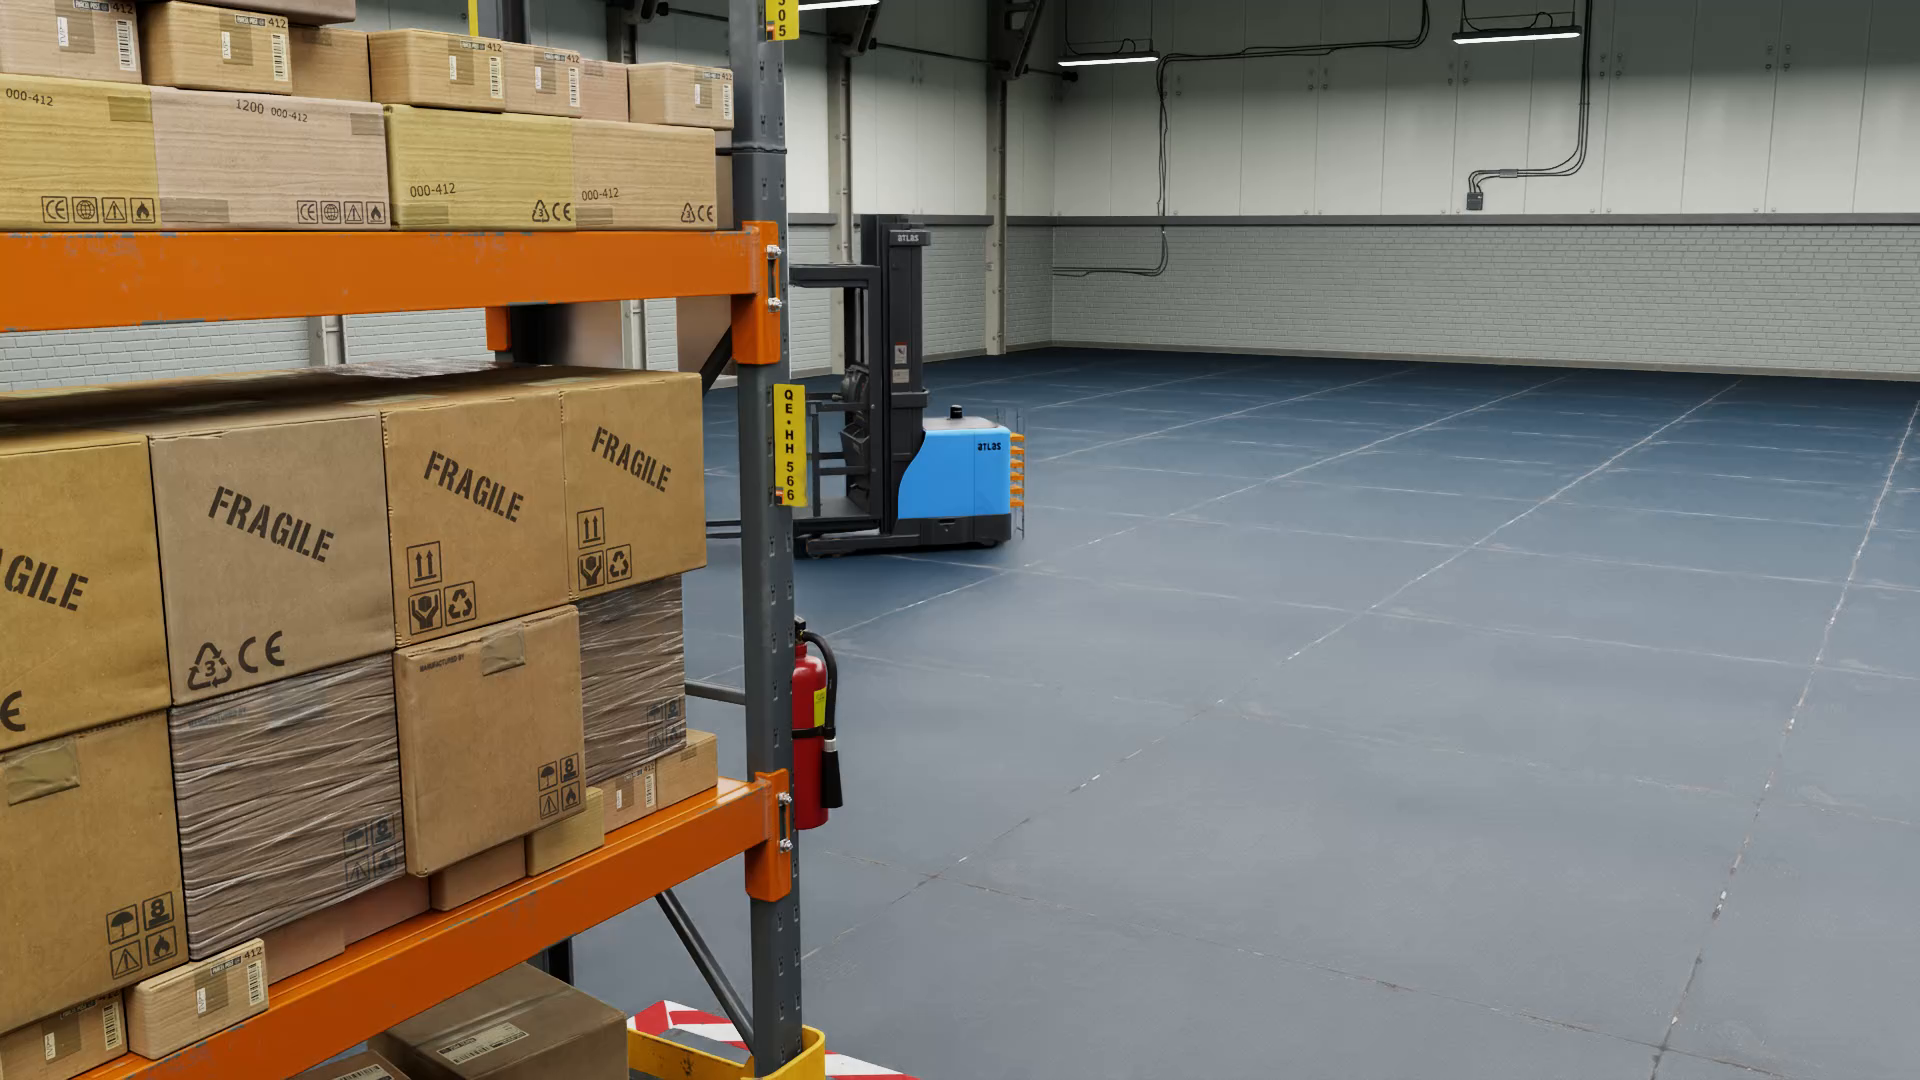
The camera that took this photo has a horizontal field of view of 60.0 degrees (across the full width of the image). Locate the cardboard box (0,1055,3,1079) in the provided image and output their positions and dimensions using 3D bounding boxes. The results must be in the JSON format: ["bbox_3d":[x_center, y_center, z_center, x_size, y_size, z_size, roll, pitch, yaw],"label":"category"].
[{"bbox_3d":[-1.858,0.926,2.833,0.380,0.149,0.250,6,12,31],"label":"cardboard box"}]

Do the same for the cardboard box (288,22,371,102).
[{"bbox_3d":[-1.423,-0.955,3.373,0.380,0.149,0.250,7,12,31],"label":"cardboard box"}]

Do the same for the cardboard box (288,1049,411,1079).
[{"bbox_3d":[-1.537,1.632,4.032,0.500,0.500,0.500,-10,14,-43],"label":"cardboard box"}]

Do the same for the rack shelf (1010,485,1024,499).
[{"bbox_3d":[0.464,-0.443,15.245,0.180,0.103,0.258,-3,11,-15],"label":"rack shelf"}]

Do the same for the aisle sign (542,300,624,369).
[{"bbox_3d":[-1.141,-0.900,4.842,0.394,0.787,0.004,6,12,31],"label":"aisle sign"}]

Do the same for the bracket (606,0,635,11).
[{"bbox_3d":[-5.330,-8.431,26.046,0.235,0.232,0.430,6,12,31],"label":"bracket"}]

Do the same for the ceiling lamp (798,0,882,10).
[{"bbox_3d":[-1.864,-9.023,23.128,2.000,3.185,0.800,6,12,31],"label":"ceiling lamp"}]

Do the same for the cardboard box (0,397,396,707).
[{"bbox_3d":[-1.508,-0.003,3.317,0.500,0.500,0.500,6,12,31],"label":"cardboard box"}]

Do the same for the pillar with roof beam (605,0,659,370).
[{"bbox_3d":[-1.738,-6.349,24.710,9.100,9.000,0.548,6,12,31],"label":"pillar with roof beam"}]

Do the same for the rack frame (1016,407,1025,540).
[{"bbox_3d":[0.553,-0.609,15.239,0.006,1.200,0.240,-3,11,-15],"label":"rack frame"}]

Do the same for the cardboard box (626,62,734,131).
[{"bbox_3d":[-0.794,-1.107,4.184,0.380,0.149,0.250,6,12,31],"label":"cardboard box"}]

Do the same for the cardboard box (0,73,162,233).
[{"bbox_3d":[-1.737,-0.646,2.807,0.500,0.250,0.500,6,12,30],"label":"cardboard box"}]

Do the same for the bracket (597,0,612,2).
[{"bbox_3d":[-6.667,-8.025,23.882,0.076,0.066,4.783,6,12,31],"label":"bracket"}]

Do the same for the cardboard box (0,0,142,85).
[{"bbox_3d":[-1.658,-0.864,2.889,0.380,0.149,0.250,6,12,28],"label":"cardboard box"}]

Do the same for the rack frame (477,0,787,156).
[{"bbox_3d":[-0.917,-2.533,4.324,1.000,3.000,0.127,6,12,31],"label":"rack frame"}]

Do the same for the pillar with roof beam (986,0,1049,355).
[{"bbox_3d":[4.492,-8.237,34.791,9.100,9.000,0.548,6,12,31],"label":"pillar with roof beam"}]

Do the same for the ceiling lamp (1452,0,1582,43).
[{"bbox_3d":[9.182,-9.749,27.010,2.000,3.185,0.800,6,12,31],"label":"ceiling lamp"}]

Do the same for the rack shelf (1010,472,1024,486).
[{"bbox_3d":[0.464,-0.561,15.223,0.180,0.103,0.258,-3,11,-15],"label":"rack shelf"}]

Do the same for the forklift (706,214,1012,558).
[{"bbox_3d":[-1.113,-1.390,14.708,3.031,2.935,1.130,-3,11,-15],"label":"forklift"}]

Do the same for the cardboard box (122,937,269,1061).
[{"bbox_3d":[-1.577,0.850,3.240,0.380,0.149,0.250,6,12,31],"label":"cardboard box"}]

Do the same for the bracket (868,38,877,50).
[{"bbox_3d":[-1.784,-9.505,31.784,0.235,0.232,0.430,6,12,31],"label":"bracket"}]

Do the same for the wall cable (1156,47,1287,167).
[{"bbox_3d":[5.784,-9.682,37.229,3.097,2.526,0.112,6,12,31],"label":"wall cable"}]

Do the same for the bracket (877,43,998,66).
[{"bbox_3d":[-0.437,-9.913,33.963,0.076,0.066,4.783,6,12,31],"label":"bracket"}]

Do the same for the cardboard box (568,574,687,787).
[{"bbox_3d":[-1.226,0.305,4.391,0.875,0.500,0.500,6,12,31],"label":"cardboard box"}]

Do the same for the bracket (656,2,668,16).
[{"bbox_3d":[-4.899,-8.561,26.743,0.235,0.232,0.430,6,12,31],"label":"bracket"}]

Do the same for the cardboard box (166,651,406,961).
[{"bbox_3d":[-1.680,0.469,3.512,0.875,0.500,0.500,6,12,31],"label":"cardboard box"}]

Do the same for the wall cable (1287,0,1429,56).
[{"bbox_3d":[8.429,-11.622,35.231,3.097,2.526,0.112,6,12,31],"label":"wall cable"}]

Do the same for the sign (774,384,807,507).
[{"bbox_3d":[-0.453,-0.252,4.440,0.100,0.325,0.005,6,12,31],"label":"sign"}]

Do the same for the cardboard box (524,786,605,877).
[{"bbox_3d":[-1.105,0.688,4.108,0.380,0.149,0.250,6,12,31],"label":"cardboard box"}]

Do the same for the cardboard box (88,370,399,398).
[{"bbox_3d":[-1.701,-0.132,4.008,0.500,0.500,0.500,6,12,31],"label":"cardboard box"}]

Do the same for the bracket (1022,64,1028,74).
[{"bbox_3d":[1.332,-10.448,36.824,0.235,0.232,0.430,6,12,31],"label":"bracket"}]

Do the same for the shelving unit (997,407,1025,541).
[{"bbox_3d":[0.464,-0.604,15.215,0.189,1.200,0.258,-3,11,-15],"label":"shelving unit"}]

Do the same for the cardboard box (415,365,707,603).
[{"bbox_3d":[-0.991,-0.161,4.159,0.500,0.500,0.500,6,12,31],"label":"cardboard box"}]

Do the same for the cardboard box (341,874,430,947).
[{"bbox_3d":[-1.413,0.761,3.717,0.380,0.149,0.250,6,12,31],"label":"cardboard box"}]

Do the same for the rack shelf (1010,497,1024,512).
[{"bbox_3d":[0.464,-0.325,15.268,0.180,0.103,0.258,-3,11,-15],"label":"rack shelf"}]

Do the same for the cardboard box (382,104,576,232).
[{"bbox_3d":[-1.207,-0.806,3.658,0.500,0.250,0.500,6,12,31],"label":"cardboard box"}]

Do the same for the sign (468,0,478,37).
[{"bbox_3d":[-1.381,-1.540,4.796,0.100,0.325,0.005,6,12,31],"label":"sign"}]

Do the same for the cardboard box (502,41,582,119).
[{"bbox_3d":[-1.078,-1.024,3.740,0.380,0.149,0.250,6,12,28],"label":"cardboard box"}]

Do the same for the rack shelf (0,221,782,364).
[{"bbox_3d":[-1.955,-0.390,2.986,1.077,0.370,4.000,6,12,31],"label":"rack shelf"}]

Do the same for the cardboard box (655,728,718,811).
[{"bbox_3d":[-0.889,0.604,4.554,0.380,0.149,0.250,6,12,31],"label":"cardboard box"}]
